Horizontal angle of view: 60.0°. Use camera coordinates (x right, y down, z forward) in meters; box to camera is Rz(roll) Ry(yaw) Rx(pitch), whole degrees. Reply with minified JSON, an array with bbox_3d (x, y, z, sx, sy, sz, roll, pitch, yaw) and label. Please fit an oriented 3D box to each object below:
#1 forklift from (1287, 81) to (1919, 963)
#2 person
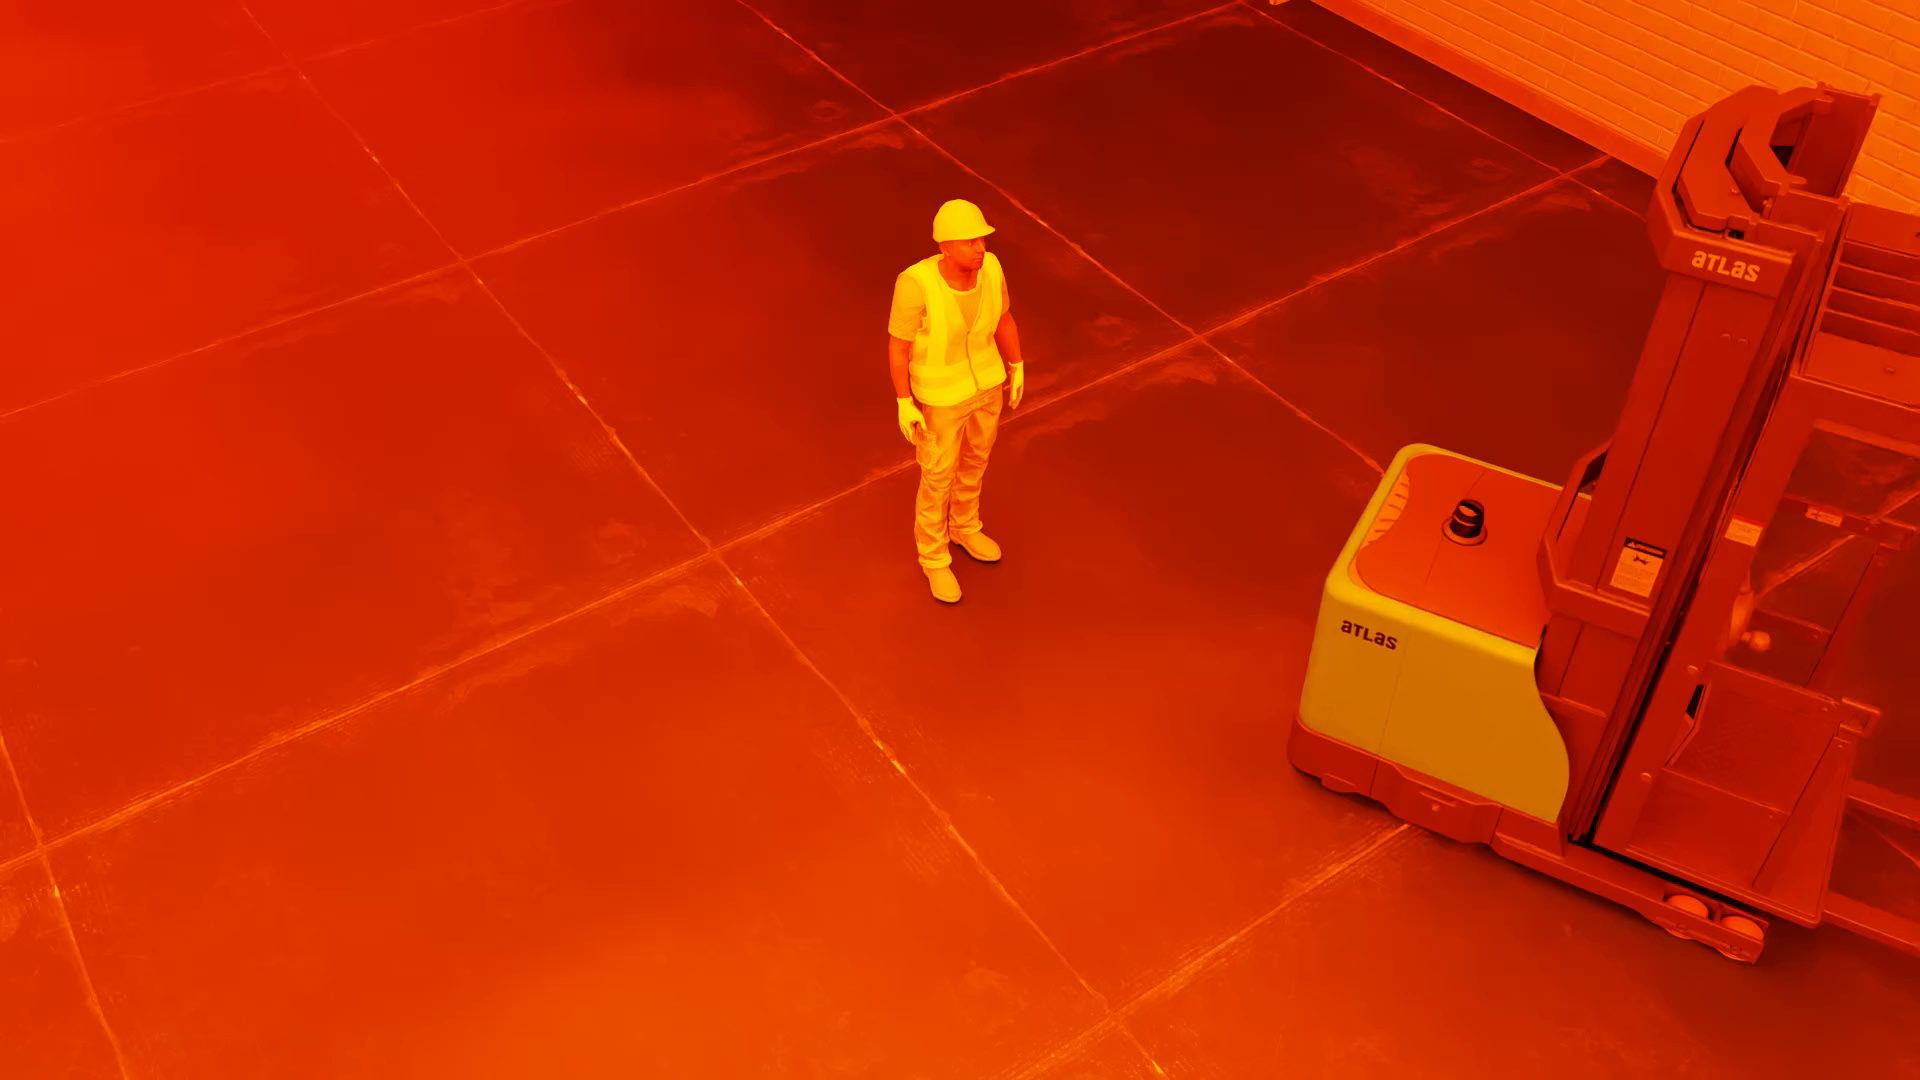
[{"bbox_3d":[2.883,0.068,5.642,3.031,2.935,1.130,21,46,21],"label":"forklift"},{"bbox_3d":[0.034,-0.618,7.222,0.656,1.782,0.577,-25,48,-25],"label":"person"}]
